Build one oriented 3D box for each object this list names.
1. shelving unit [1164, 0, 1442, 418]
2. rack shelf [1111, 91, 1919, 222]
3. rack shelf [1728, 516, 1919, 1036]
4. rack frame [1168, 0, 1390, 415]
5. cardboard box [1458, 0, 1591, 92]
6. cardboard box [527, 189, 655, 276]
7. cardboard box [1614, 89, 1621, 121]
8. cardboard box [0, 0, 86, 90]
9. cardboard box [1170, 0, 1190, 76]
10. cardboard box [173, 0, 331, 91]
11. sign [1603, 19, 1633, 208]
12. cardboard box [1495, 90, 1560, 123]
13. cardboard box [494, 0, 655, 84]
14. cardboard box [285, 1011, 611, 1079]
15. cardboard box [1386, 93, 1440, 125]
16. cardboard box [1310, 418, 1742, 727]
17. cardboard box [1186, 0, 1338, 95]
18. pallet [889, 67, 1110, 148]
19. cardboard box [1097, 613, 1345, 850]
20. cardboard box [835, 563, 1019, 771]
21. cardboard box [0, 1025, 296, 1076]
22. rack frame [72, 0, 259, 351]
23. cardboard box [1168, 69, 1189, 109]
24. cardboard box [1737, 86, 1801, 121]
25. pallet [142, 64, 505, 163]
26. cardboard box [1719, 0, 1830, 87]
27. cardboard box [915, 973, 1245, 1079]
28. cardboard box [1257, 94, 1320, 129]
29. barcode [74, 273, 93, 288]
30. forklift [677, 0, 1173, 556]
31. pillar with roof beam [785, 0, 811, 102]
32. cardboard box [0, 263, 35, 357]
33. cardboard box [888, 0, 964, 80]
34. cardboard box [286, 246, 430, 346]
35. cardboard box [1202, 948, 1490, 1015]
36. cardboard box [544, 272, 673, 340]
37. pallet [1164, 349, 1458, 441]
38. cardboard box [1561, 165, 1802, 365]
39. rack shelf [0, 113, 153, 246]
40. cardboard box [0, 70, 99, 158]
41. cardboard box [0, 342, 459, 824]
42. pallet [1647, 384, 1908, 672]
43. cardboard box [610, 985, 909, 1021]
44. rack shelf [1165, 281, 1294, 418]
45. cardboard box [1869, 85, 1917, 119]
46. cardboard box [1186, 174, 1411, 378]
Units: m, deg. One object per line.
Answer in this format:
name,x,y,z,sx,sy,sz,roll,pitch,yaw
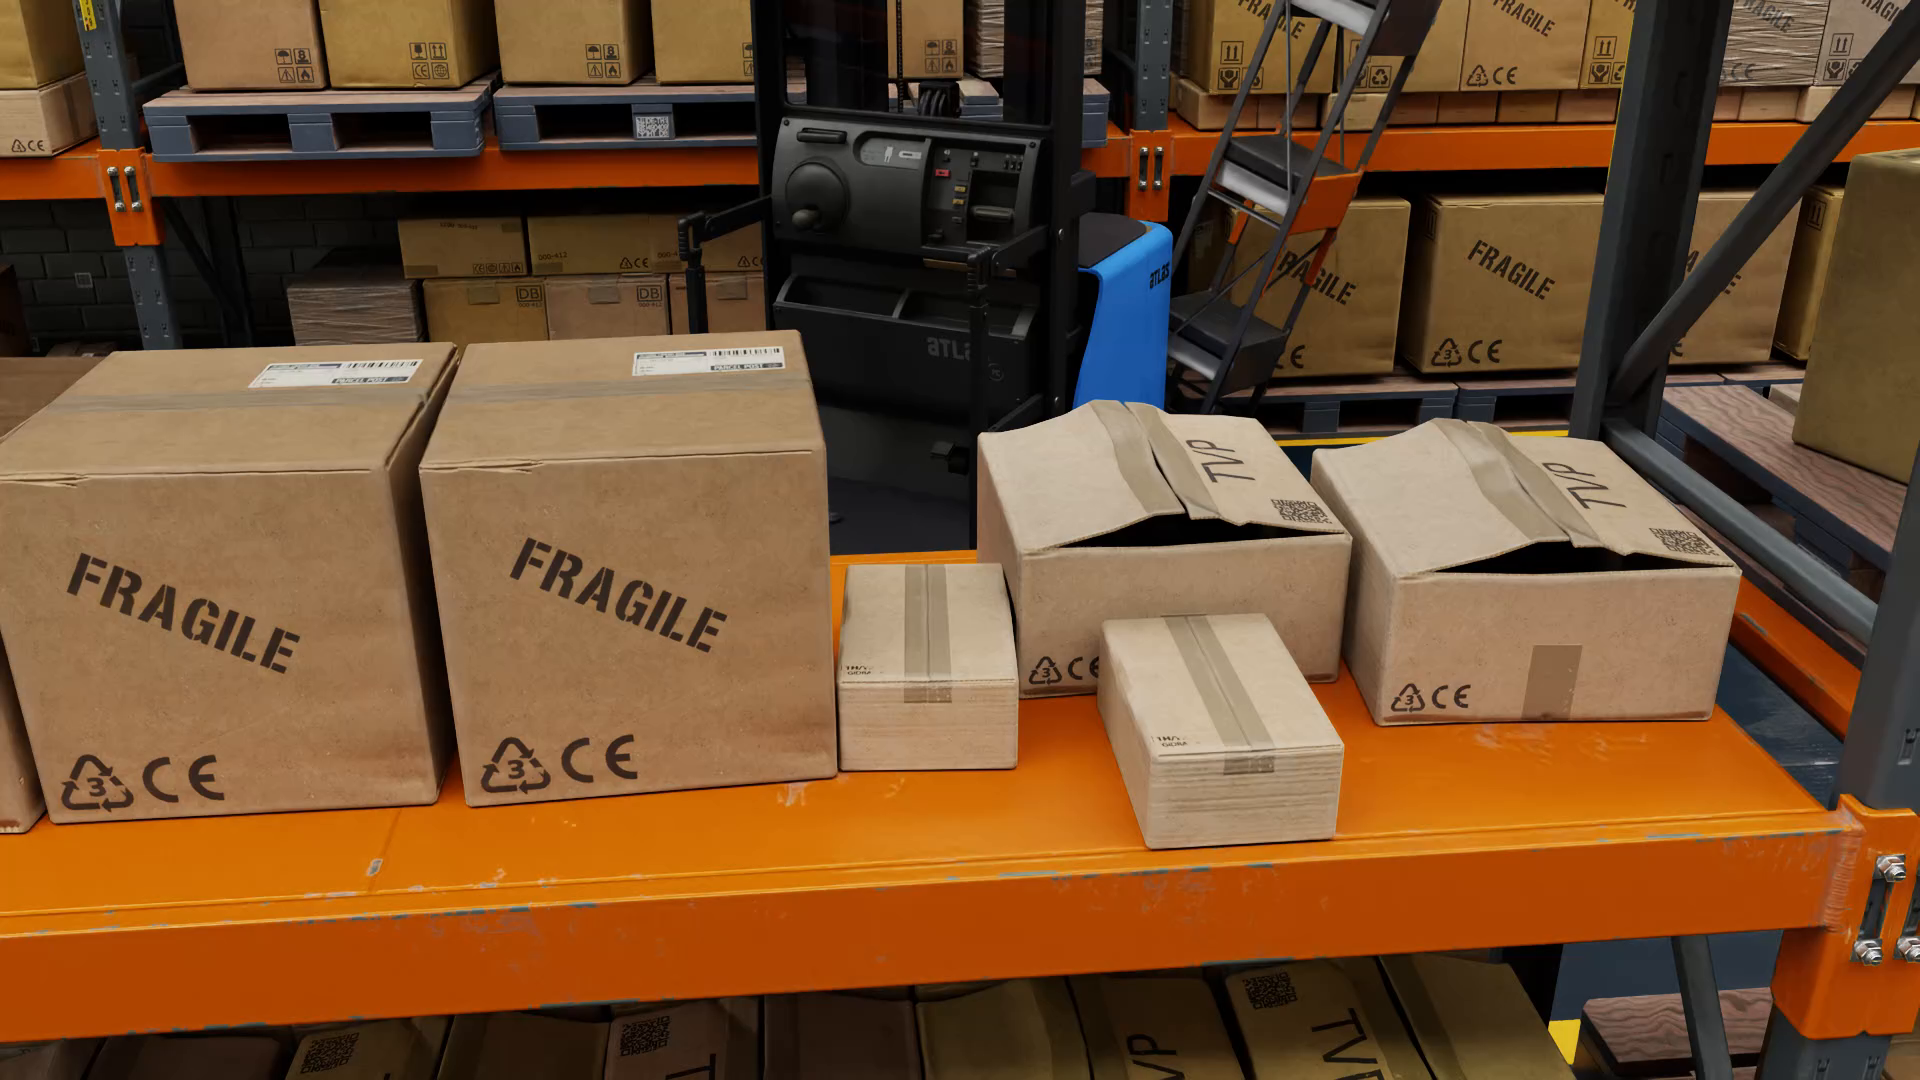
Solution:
shelving unit,1.213,-1.302,6.478,0.431,2.100,0.503,34,30,24
rack shelf,2.714,-1.762,7.407,4.000,0.370,1.077,-2,24,-5
rack shelf,3.205,0.240,2.902,4.000,0.370,1.077,-2,24,-5
rack frame,1.072,-1.249,6.286,0.400,2.100,0.015,34,30,24
cardboard box,2.248,-2.154,6.889,0.500,0.500,0.500,-2,24,-5
cardboard box,-1.571,-1.330,7.162,0.500,0.250,0.500,-3,24,-7
cardboard box,2.862,-1.898,7.112,0.250,0.149,0.380,-2,24,-3
cardboard box,-3.697,-1.990,6.272,0.500,0.500,0.500,-2,24,-5
cardboard box,1.168,-2.327,7.278,0.500,0.500,0.500,-2,24,-5
cardboard box,-2.747,-2.104,6.627,0.500,0.500,0.700,-2,24,-5
sign,1.152,-0.721,2.850,0.005,0.325,0.100,-2,24,-5
cardboard box,2.352,-1.887,7.088,0.250,0.149,0.380,-2,24,-4
cardboard box,-1.538,-2.163,6.758,0.500,0.500,0.700,1,24,2
cardboard box,-0.801,0.982,2.526,0.500,0.311,0.500,-2,24,-4
cardboard box,1.837,-1.867,7.043,0.250,0.149,0.380,-3,24,-6
cardboard box,0.848,0.029,2.602,0.500,0.311,0.500,-1,24,-2
cardboard box,1.232,-2.117,6.807,0.500,0.500,0.500,-2,24,-4
pallet,0.025,-1.852,6.959,1.003,0.211,1.213,-2,24,-5
cardboard box,0.347,0.254,2.295,0.250,0.149,0.380,-2,24,-5
cardboard box,-0.049,0.180,2.462,0.250,0.149,0.380,-1,24,-1
cardboard box,-1.377,0.785,2.969,0.500,0.311,0.500,-2,24,-5
rack frame,-3.257,-1.851,6.722,0.127,3.000,1.000,-2,24,-5
cardboard box,1.023,-2.022,7.390,0.250,0.149,0.380,-2,24,-4
cardboard box,3.378,-1.908,7.134,0.250,0.149,0.380,-2,24,-5
pallet,-2.482,-1.735,6.697,1.213,0.211,1.003,-2,24,-5
cardboard box,3.262,-2.200,6.992,0.500,0.500,0.500,-2,24,-5
cardboard box,0.201,0.944,2.612,0.500,0.311,0.500,-3,24,-6
cardboard box,1.326,-1.831,6.961,0.250,0.149,0.380,-2,24,-4
barcode,-3.818,-1.132,7.245,0.075,0.075,0.001,-2,24,-5
forklift,-0.274,-1.110,5.138,1.130,2.935,3.031,11,26,23
pillar with roof beam,-0.232,-3.310,2.617,0.400,9.000,9.100,-2,24,-5
cardboard box,-4.286,-0.852,7.010,0.500,0.500,0.500,-4,24,-9
cardboard box,-0.296,-2.201,6.845,0.500,0.500,0.700,-5,24,-10
cardboard box,-2.526,-0.946,7.221,0.500,0.500,0.700,-1,24,-3
cardboard box,0.664,0.702,3.156,0.500,0.311,0.500,-1,24,-3
cardboard box,-1.505,-0.991,7.322,0.500,0.500,0.700,-2,24,-5
pallet,1.516,-0.738,7.649,1.213,0.211,1.003,-2,24,-5
cardboard box,3.186,-1.265,7.532,0.750,0.750,0.750,-2,24,-4
rack shelf,-5.247,-1.443,6.688,4.000,0.370,1.077,-2,24,-5
cardboard box,-3.698,-1.650,6.430,0.500,0.250,0.500,-2,24,-5
cardboard box,-0.978,0.040,2.343,0.500,0.500,0.500,-2,24,-5
pallet,1.882,0.024,2.740,1.003,0.211,1.213,-2,24,-5
cardboard box,-0.365,0.746,3.057,0.500,0.311,0.500,-3,24,-7
rack shelf,0.990,-0.710,6.808,0.431,0.518,0.480,34,30,24
cardboard box,3.885,-1.925,7.173,0.250,0.149,0.380,-2,24,-3
cardboard box,1.469,-1.197,7.379,0.750,0.750,0.750,-3,24,-6
